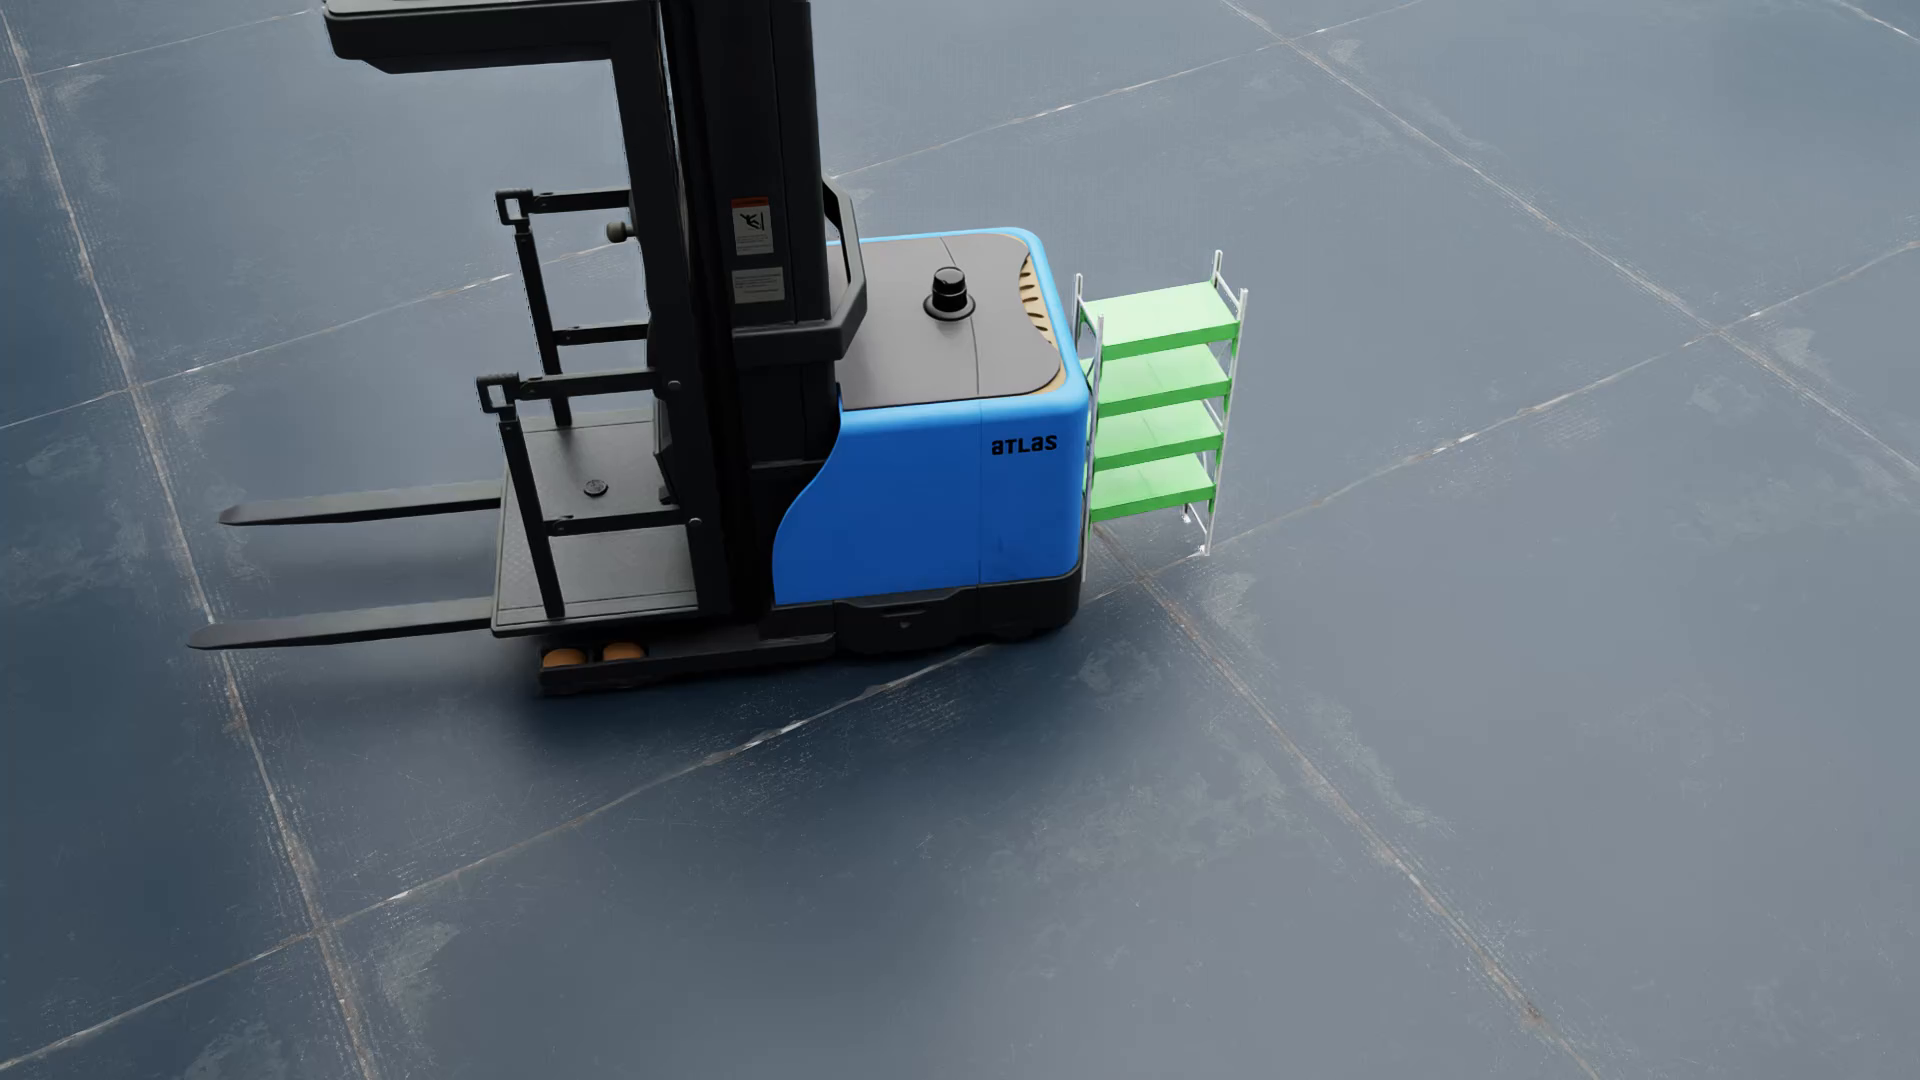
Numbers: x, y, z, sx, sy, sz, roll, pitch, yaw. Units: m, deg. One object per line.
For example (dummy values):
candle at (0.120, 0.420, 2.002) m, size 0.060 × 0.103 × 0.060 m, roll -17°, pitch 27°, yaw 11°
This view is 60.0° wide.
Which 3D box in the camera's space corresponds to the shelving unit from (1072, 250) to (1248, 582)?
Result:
shelving unit at (0.653, -0.403, 5.804) m, size 0.503 × 1.200 × 0.258 m, roll -11°, pitch 45°, yaw -11°

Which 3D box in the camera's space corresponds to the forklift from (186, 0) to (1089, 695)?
forklift at (-1.139, -0.917, 5.090) m, size 3.031 × 2.935 × 1.130 m, roll -6°, pitch 44°, yaw -6°

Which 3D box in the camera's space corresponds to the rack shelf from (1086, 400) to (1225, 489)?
rack shelf at (0.653, -0.357, 5.848) m, size 0.480 × 0.148 × 0.258 m, roll -11°, pitch 45°, yaw -11°

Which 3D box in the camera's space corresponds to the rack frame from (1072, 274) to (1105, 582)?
rack frame at (0.418, -0.357, 5.756) m, size 0.015 × 1.200 × 0.240 m, roll -11°, pitch 45°, yaw -11°

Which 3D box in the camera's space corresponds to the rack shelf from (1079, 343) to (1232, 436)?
rack shelf at (0.653, -0.529, 5.681) m, size 0.480 × 0.148 × 0.258 m, roll -11°, pitch 45°, yaw -11°

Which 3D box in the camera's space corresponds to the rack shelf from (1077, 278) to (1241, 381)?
rack shelf at (0.653, -0.702, 5.514) m, size 0.480 × 0.148 × 0.258 m, roll -11°, pitch 45°, yaw -11°

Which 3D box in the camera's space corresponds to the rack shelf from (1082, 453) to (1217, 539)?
rack shelf at (0.653, -0.185, 6.015) m, size 0.480 × 0.148 × 0.258 m, roll -11°, pitch 45°, yaw -11°

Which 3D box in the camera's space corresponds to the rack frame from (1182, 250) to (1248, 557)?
rack frame at (0.887, -0.449, 5.851) m, size 0.015 × 1.200 × 0.240 m, roll -11°, pitch 45°, yaw -11°
